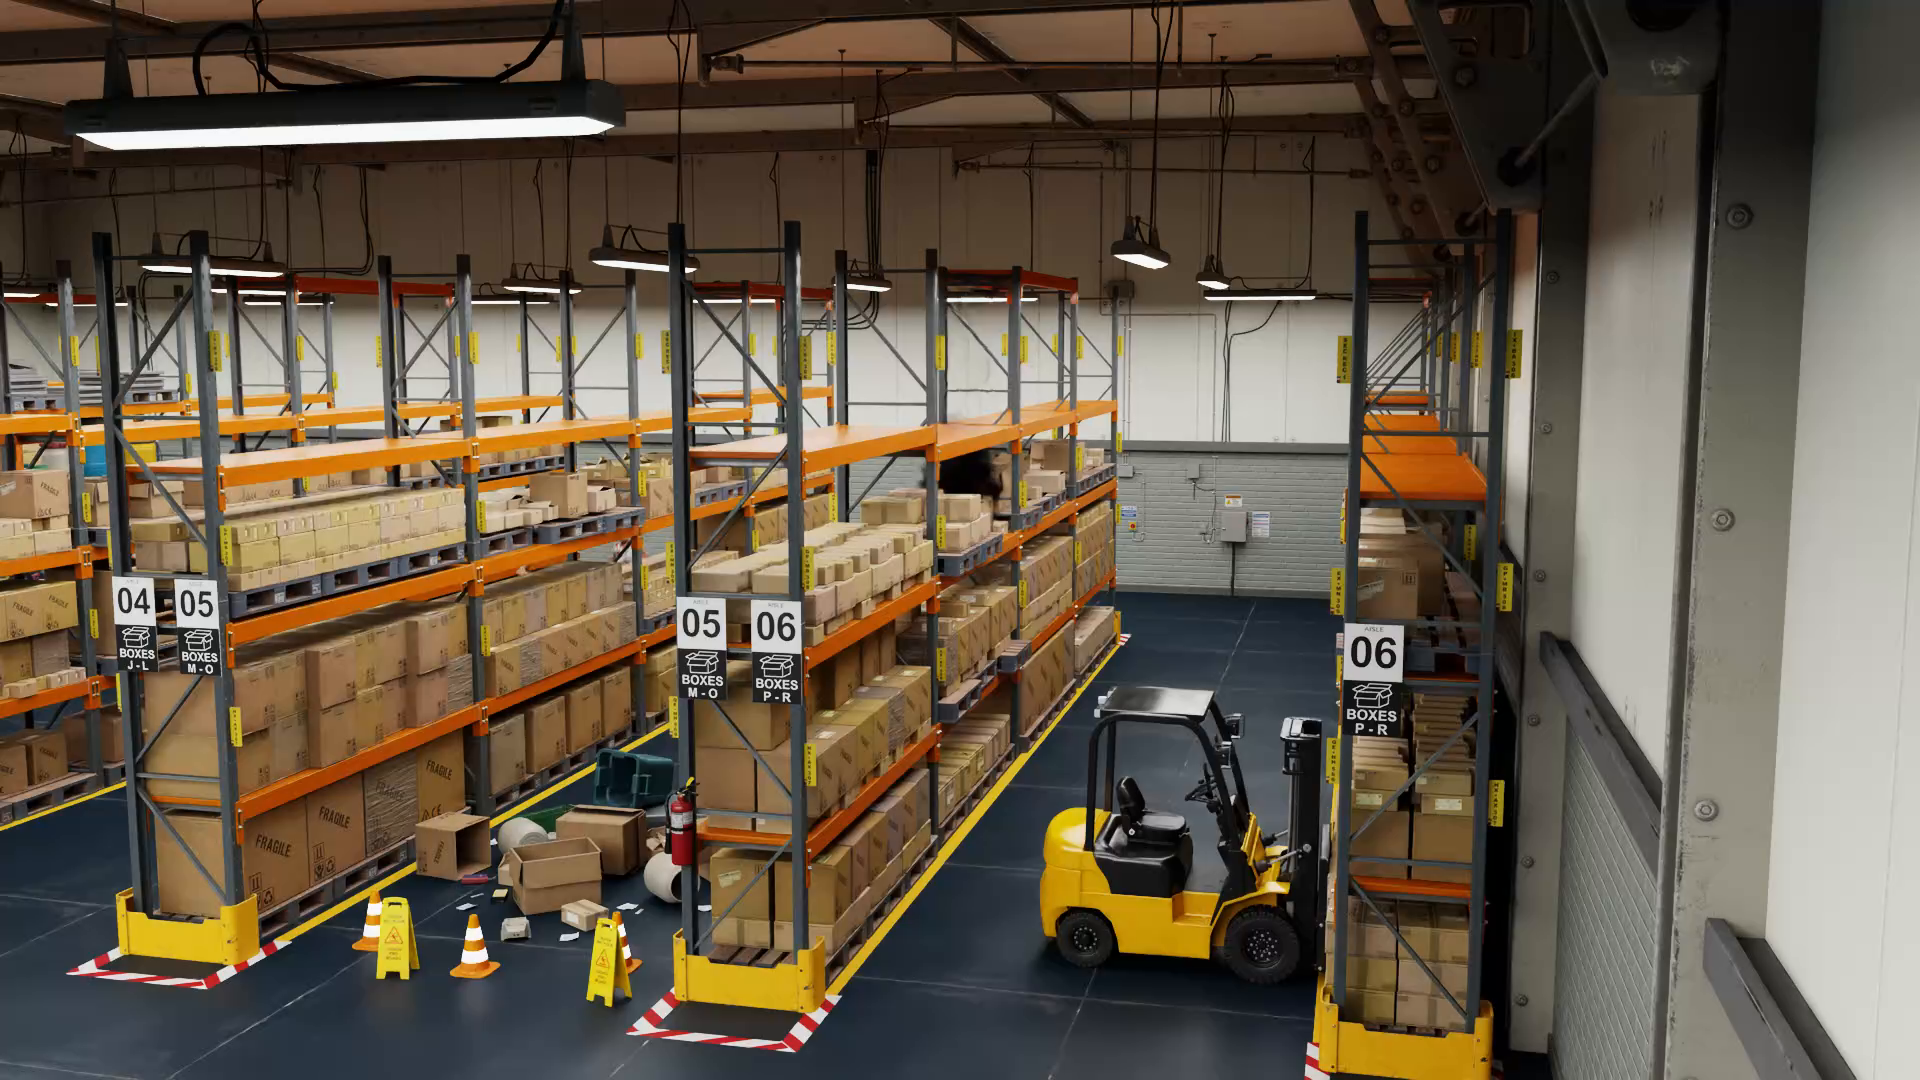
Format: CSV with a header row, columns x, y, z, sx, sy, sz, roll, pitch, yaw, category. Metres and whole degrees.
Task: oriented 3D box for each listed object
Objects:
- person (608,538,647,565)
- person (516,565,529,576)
x,y,z,sx,sy,sz,roll,pitch,yaw,category
-5.974,0.640,29.826,0.673,1.746,0.976,0,7,1,person
-6.756,1.181,25.731,0.563,1.685,0.922,1,7,8,person
